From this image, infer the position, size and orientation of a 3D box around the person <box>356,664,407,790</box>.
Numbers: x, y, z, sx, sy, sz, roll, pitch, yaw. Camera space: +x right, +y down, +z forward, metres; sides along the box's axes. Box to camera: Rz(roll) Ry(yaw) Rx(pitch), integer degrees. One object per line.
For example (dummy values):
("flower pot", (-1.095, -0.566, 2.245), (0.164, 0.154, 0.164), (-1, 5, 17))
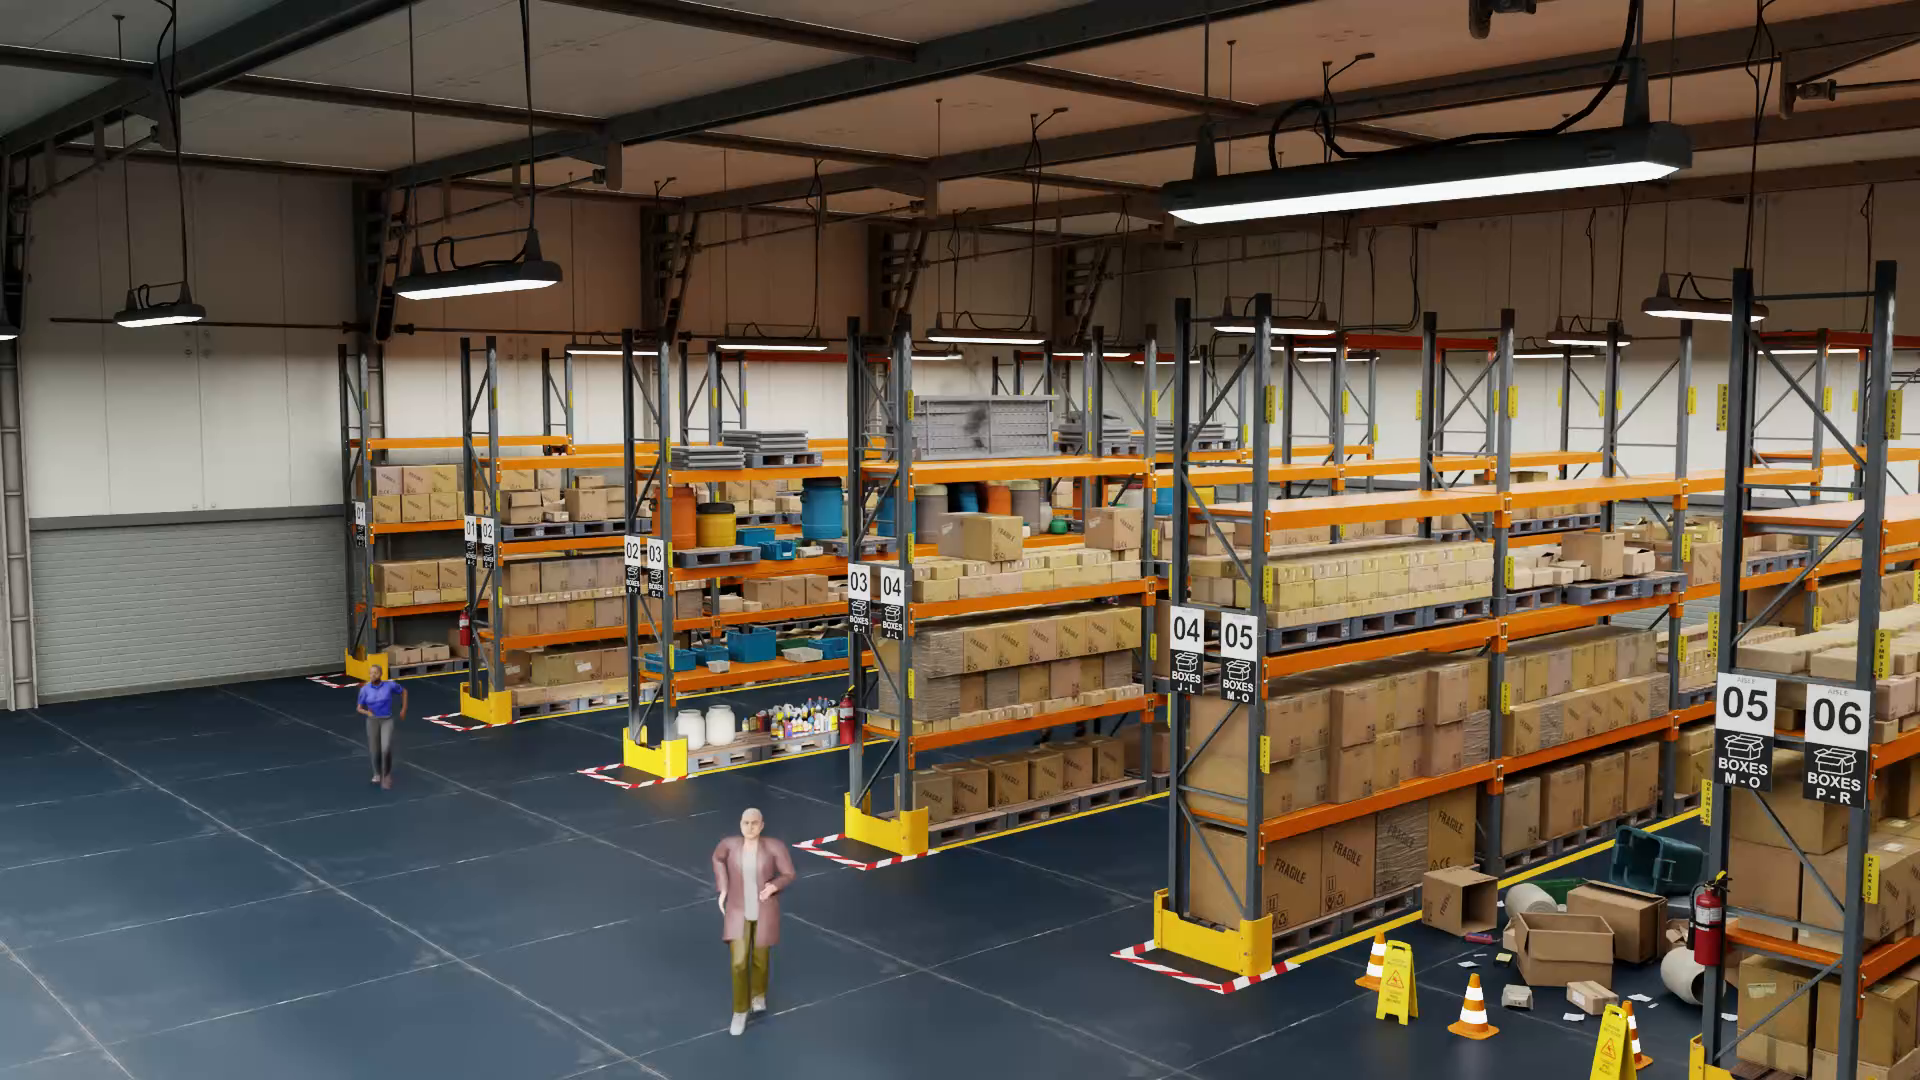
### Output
("person", (-7.489, 2.413, 21.546), (0.585, 1.637, 0.841), (-1, 5, -10))

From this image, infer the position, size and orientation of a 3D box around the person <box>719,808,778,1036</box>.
("person", (-1.679, 3.085, 13.546), (0.652, 1.840, 0.836), (-1, 5, -6))

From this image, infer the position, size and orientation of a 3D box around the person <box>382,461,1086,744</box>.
("person", (-4.348, 0.685, 26.823), (14.373, 3.607, 3.278), (5, 7, 44))
